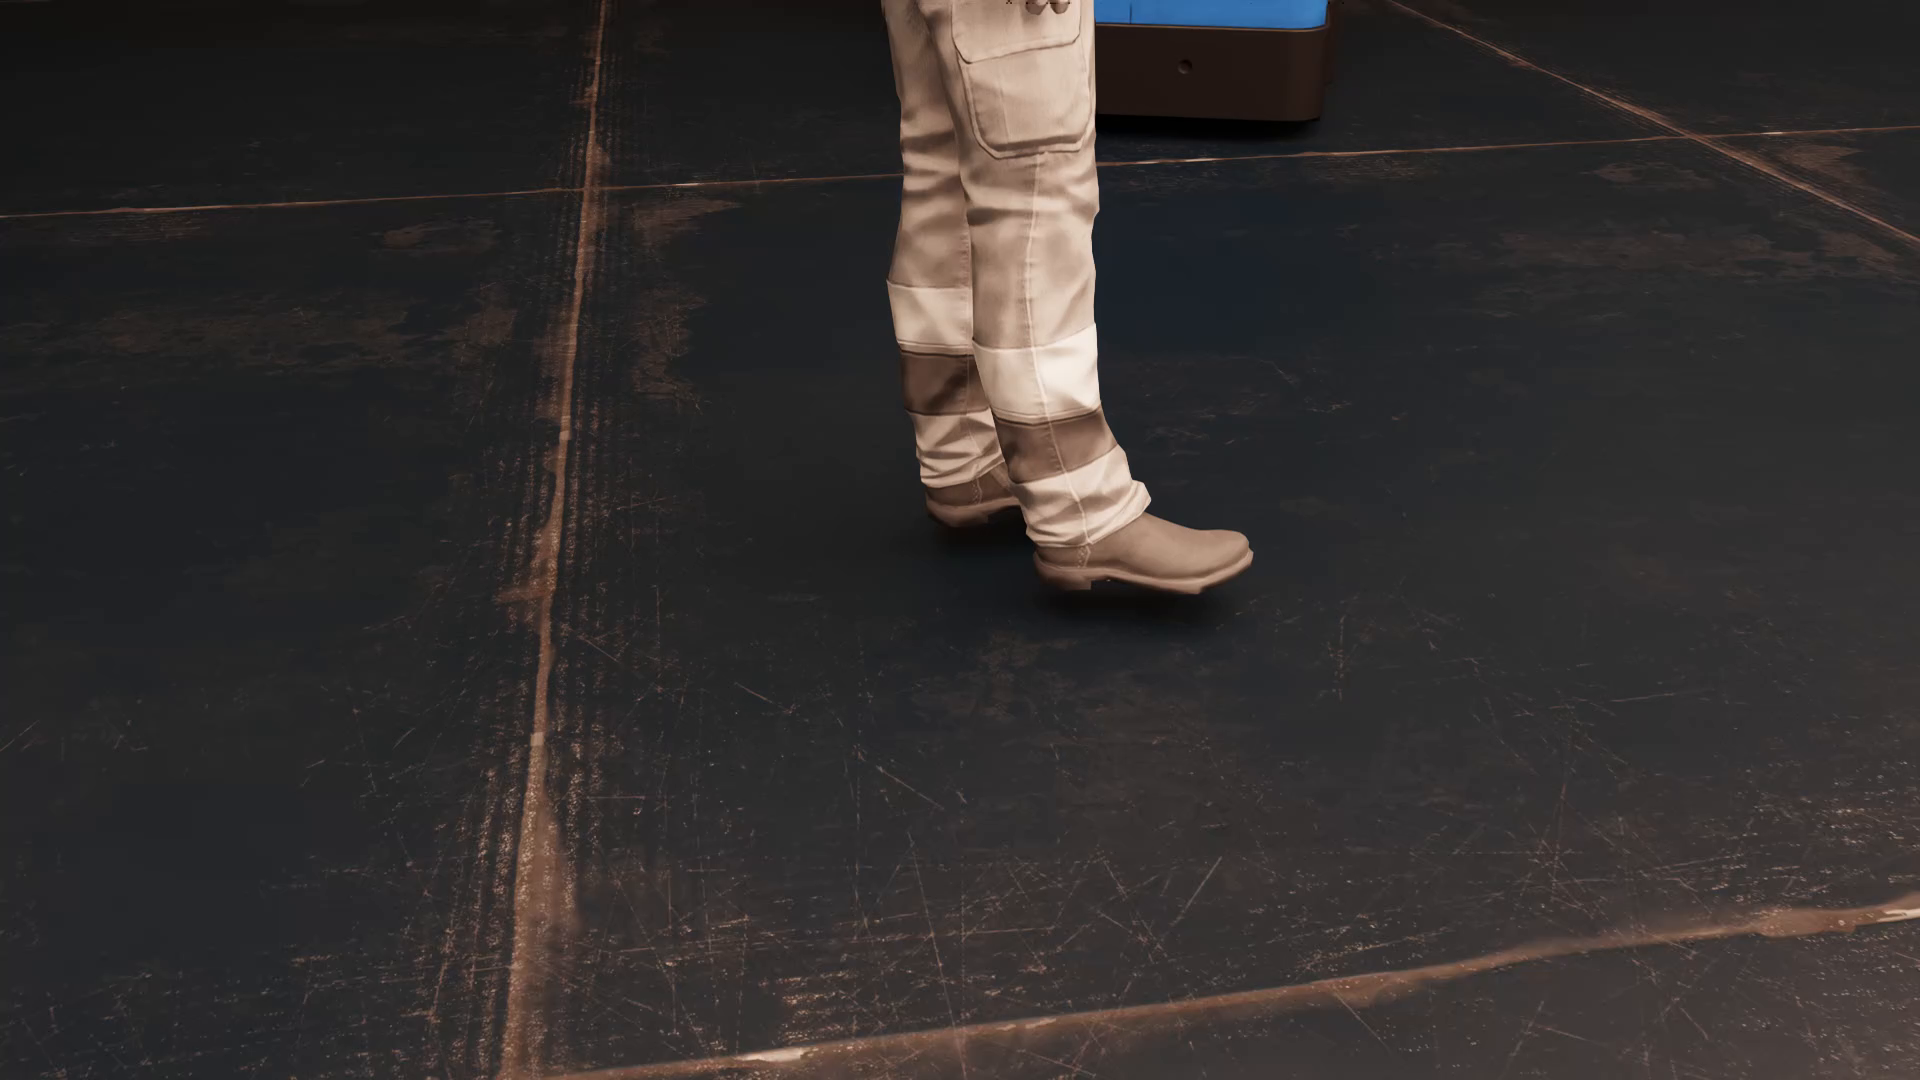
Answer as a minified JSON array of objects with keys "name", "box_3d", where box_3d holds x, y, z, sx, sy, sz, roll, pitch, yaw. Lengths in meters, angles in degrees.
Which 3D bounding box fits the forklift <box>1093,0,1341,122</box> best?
[{"name":"forklift","box_3d":[0.703,-3.084,5.187,1.130,2.935,3.031,5,28,8]}]

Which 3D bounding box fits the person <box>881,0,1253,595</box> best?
[{"name":"person","box_3d":[0.081,-0.833,2.062,0.561,1.789,0.638,-5,28,-9]}]
